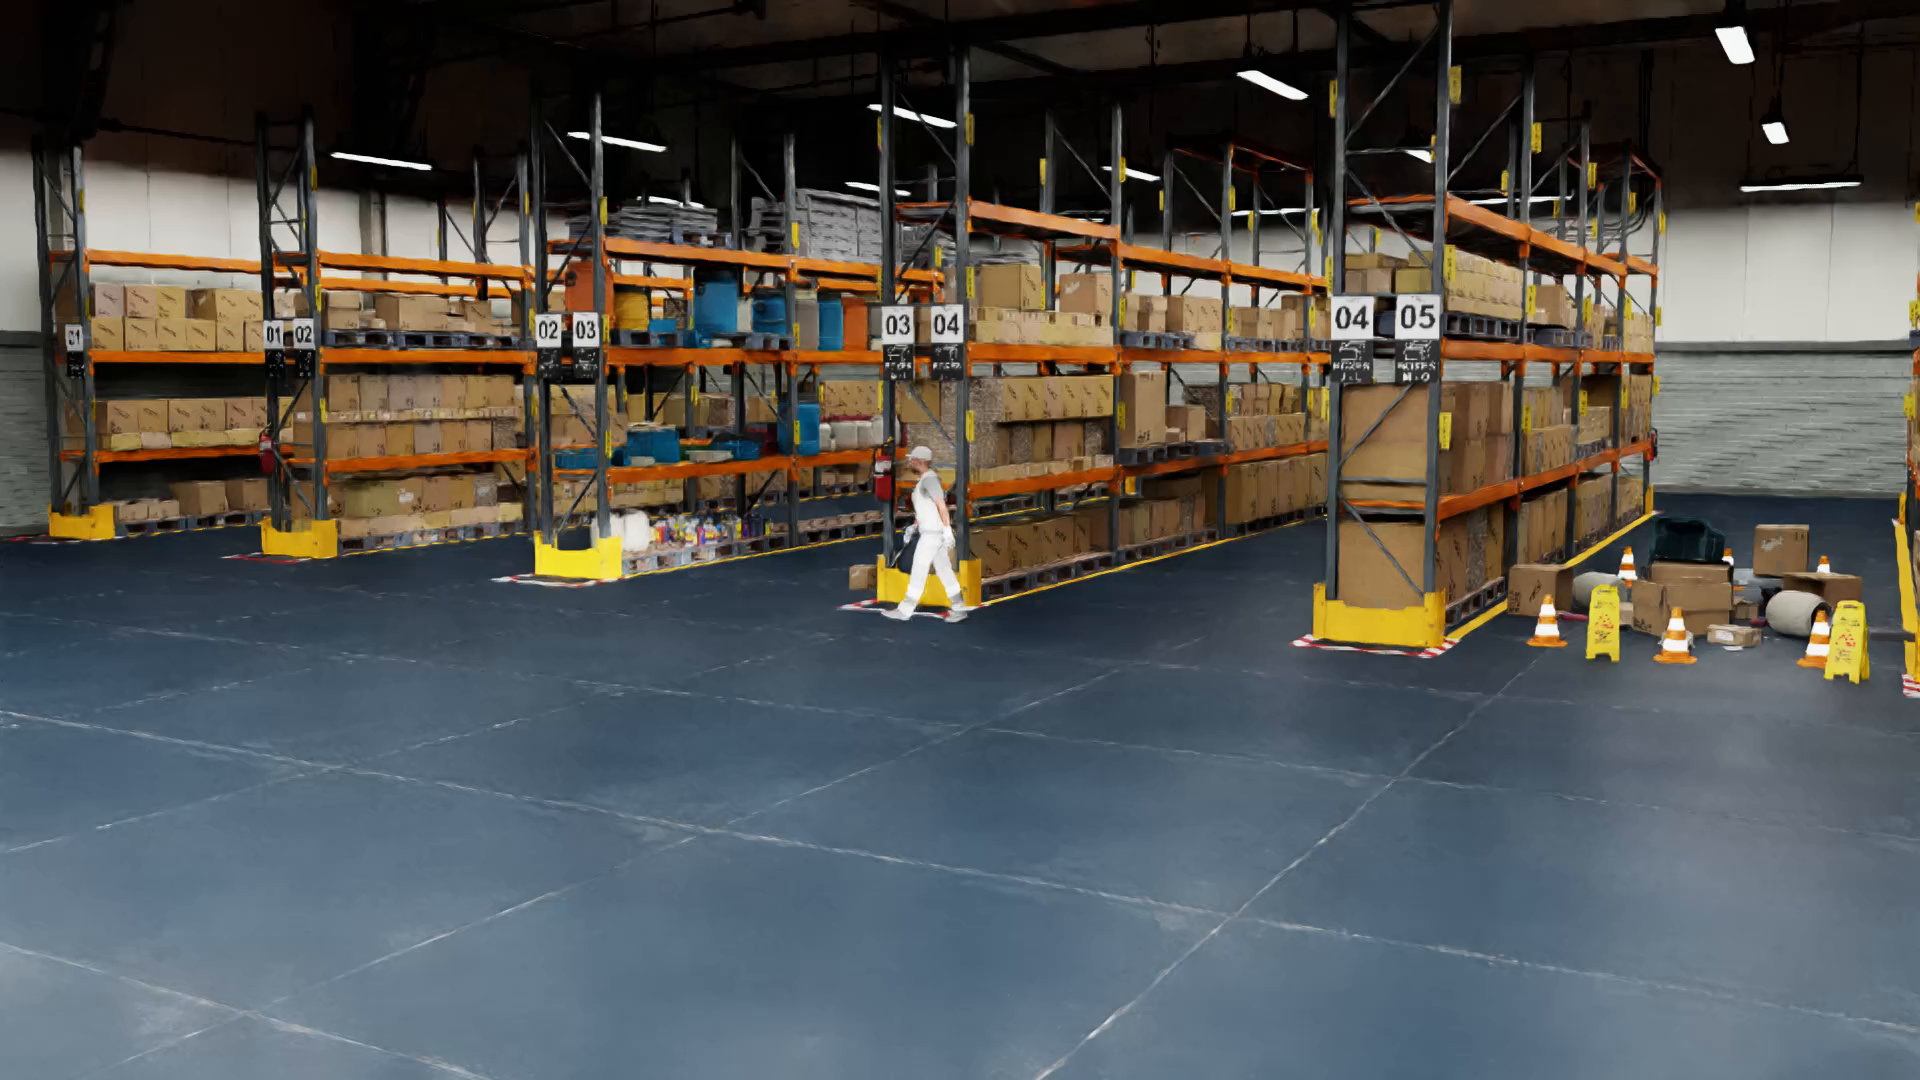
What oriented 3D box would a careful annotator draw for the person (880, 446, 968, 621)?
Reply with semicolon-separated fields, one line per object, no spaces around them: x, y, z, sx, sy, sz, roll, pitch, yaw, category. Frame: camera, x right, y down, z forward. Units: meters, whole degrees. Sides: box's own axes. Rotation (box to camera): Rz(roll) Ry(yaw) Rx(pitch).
-0.359;-0.067;16.620;0.873;1.749;0.563;0;6;1;person
